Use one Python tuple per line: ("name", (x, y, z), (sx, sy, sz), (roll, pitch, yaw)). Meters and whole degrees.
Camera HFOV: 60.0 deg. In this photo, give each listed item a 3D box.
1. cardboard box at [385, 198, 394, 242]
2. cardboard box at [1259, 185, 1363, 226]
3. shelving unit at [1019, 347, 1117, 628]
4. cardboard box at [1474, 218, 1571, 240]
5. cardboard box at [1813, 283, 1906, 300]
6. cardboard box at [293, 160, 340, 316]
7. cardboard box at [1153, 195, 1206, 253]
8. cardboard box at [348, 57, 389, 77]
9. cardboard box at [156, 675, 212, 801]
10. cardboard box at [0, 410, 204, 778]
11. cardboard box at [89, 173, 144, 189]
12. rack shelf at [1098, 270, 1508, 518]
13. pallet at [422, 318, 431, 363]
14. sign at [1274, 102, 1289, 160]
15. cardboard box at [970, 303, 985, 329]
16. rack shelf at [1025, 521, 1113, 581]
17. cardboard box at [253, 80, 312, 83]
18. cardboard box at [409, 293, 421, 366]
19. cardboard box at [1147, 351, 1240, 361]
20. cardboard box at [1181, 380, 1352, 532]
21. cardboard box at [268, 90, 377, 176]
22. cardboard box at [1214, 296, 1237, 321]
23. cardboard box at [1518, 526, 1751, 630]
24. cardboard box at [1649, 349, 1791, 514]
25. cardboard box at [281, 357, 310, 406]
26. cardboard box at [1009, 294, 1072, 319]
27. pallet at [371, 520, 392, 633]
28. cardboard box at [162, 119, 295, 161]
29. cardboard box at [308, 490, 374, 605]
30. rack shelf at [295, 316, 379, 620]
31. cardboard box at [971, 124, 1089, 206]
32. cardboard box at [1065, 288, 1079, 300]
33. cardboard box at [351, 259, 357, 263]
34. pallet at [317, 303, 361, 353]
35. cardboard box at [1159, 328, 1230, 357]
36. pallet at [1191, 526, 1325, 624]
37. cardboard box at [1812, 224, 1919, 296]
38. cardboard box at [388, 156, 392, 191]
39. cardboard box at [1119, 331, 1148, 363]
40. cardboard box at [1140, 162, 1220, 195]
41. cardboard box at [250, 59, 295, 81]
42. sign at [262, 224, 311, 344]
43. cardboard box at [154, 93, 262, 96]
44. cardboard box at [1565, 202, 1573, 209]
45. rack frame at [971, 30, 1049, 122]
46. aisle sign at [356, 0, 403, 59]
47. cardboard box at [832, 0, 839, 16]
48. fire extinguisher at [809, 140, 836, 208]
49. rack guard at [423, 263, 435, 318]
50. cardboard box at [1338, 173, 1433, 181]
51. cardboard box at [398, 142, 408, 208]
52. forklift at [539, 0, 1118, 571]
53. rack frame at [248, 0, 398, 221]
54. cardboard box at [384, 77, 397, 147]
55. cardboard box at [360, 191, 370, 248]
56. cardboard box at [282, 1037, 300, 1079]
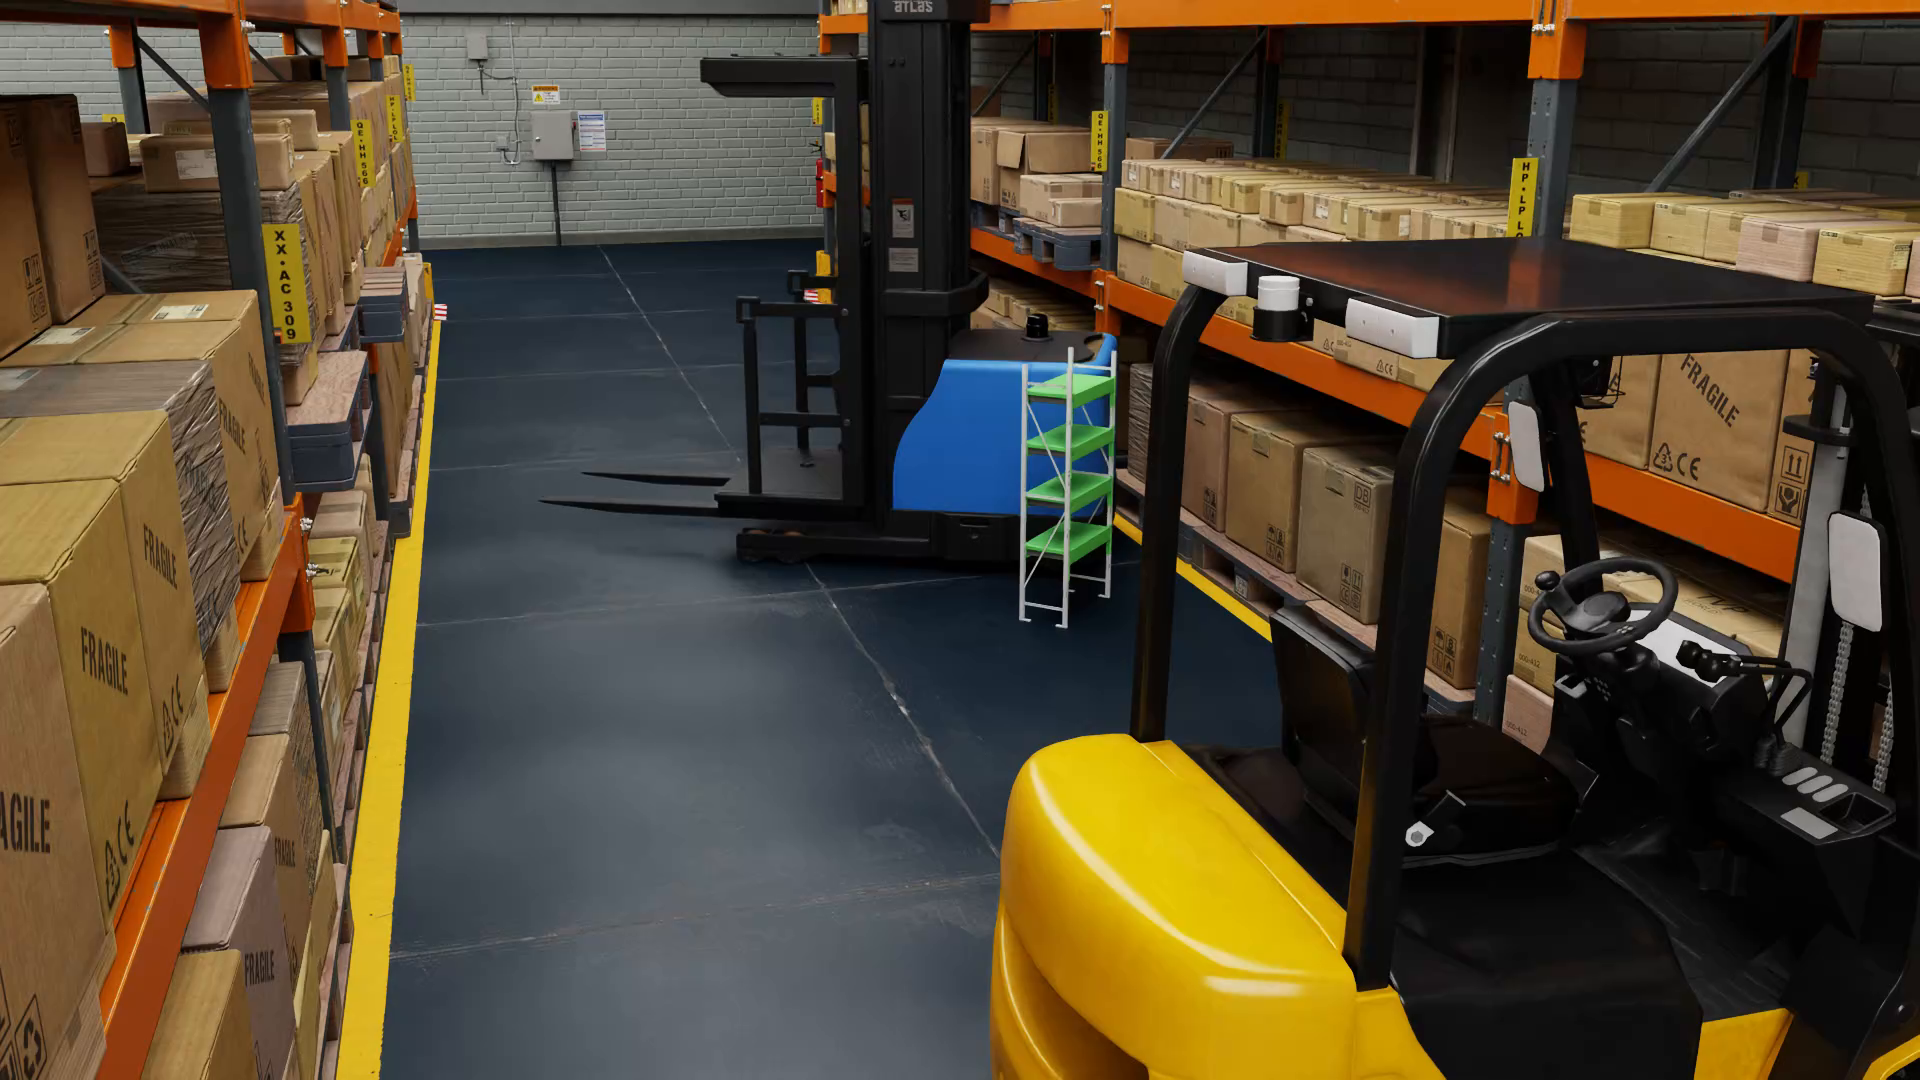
("cardboard box", (-4.069, -2.140, 11.122), (0.500, 0.250, 0.500), (-5, 17, -16))
("cardboard box", (1.562, -1.491, 7.400), (0.380, 0.149, 0.250), (-5, 17, -17))
("shelving unit", (0.501, -0.251, 7.701), (0.258, 1.200, 0.503), (9, 19, 27))
("cardboard box", (2.089, -1.073, 6.008), (0.380, 0.149, 0.250), (-4, 17, -13))
("cardboard box", (2.469, -0.599, 4.430), (0.380, 0.149, 0.250), (-5, 17, -16))
("cardboard box", (-2.489, -1.064, 5.859), (0.500, 0.500, 0.500), (-5, 17, -16))
("cardboard box", (1.321, -1.631, 8.558), (0.500, 0.250, 0.500), (-4, 17, -14))
("cardboard box", (-4.662, -3.688, 12.977), (0.380, 0.149, 0.250), (-5, 17, -17))
("cardboard box", (-1.564, 0.364, 2.964), (0.380, 0.149, 0.250), (-5, 17, -15))
("cardboard box", (-1.574, 0.095, 2.729), (0.500, 0.500, 0.500), (-5, 17, -16))
("cardboard box", (-2.860, -0.882, 5.253), (0.500, 0.500, 0.500), (-5, 17, -15))
("rack shelf", (1.847, -0.846, 7.805), (1.077, 0.370, 4.000), (-5, 17, -15))
("pallet", (-5.046, -1.676, 14.164), (1.003, 0.211, 1.213), (-5, 17, -15))
("sign", (1.830, -2.343, 9.525), (0.100, 0.325, 0.005), (-5, 17, -15))
("cardboard box", (0.270, -1.556, 12.533), (0.500, 0.500, 0.500), (-5, 17, -16))
("rack shelf", (0.500, 0.040, 7.789), (0.258, 0.148, 0.480), (9, 19, 27))
("cardboard box", (-4.969, -3.092, 12.120), (0.500, 0.500, 0.500), (-5, 17, -16))
("cardboard box", (-4.643, -1.613, 12.831), (0.875, 0.438, 0.875), (-5, 17, -16))
("cardboard box", (1.451, -0.886, 10.304), (0.500, 0.500, 0.500), (-4, 17, -13))
("cardboard box", (1.642, -0.454, 8.646), (0.875, 0.625, 0.625), (-4, 17, -13))
("cardboard box", (-3.648, -2.313, 9.528), (0.500, 0.500, 0.500), (-4, 17, -14))
("cardboard box", (1.466, -1.248, 8.155), (0.500, 0.250, 0.500), (-5, 18, -17))
("cardboard box", (2.228, 0.158, 5.523), (0.500, 0.250, 0.500), (-5, 17, -16))
("cardboard box", (2.426, -0.399, 4.892), (0.500, 0.500, 0.500), (-4, 17, -14))
("cardboard box", (-2.223, -0.502, 5.117), (0.380, 0.149, 0.250), (-4, 17, -14))
("cardboard box", (0.562, -1.616, 11.605), (0.380, 0.149, 0.250), (-5, 17, -15))
("pallet", (-3.261, 0.202, 7.914), (1.003, 0.211, 1.213), (-5, 17, -15))
("cardboard box", (-2.562, -1.396, 5.838), (0.380, 0.149, 0.250), (-4, 17, -12))
("cardboard box", (-3.118, 0.068, 7.350), (0.950, 0.372, 0.625), (-5, 17, -16))
("rack shelf", (-2.925, -0.452, 6.495), (1.077, 0.370, 4.000), (-5, 17, -15))
("cardboard box", (0.474, -2.587, 11.448), (0.700, 0.500, 0.500), (-5, 17, -16))
("cardboard box", (0.973, -1.731, 11.988), (0.380, 0.149, 0.250), (-4, 17, -14))
("cardboard box", (-2.841, -1.154, 7.287), (0.380, 0.149, 0.250), (-6, 18, -18))
("pallet", (-2.891, -0.714, 6.448), (1.003, 0.211, 1.213), (-5, 17, -15))
("cardboard box", (1.453, -1.227, 10.311), (0.380, 0.149, 0.250), (-4, 17, -12))
("pallet", (1.817, 0.159, 8.054), (1.003, 0.211, 1.213), (-5, 17, -15))
("cardboard box", (2.505, -0.743, 4.392), (0.380, 0.149, 0.250), (-5, 17, -16))
("cardboard box", (-4.219, -2.522, 11.524), (0.500, 0.250, 0.500), (-5, 17, -15))
("cardboard box", (0.918, -1.175, 10.137), (0.380, 0.149, 0.250), (-6, 18, -18))
("cardboard box", (1.176, -1.917, 8.819), (0.380, 0.149, 0.250), (-4, 17, -14))
("cardboard box", (-4.964, -3.354, 11.865), (0.380, 0.149, 0.250), (-5, 17, -16))
("sign", (-1.856, -0.703, 4.575), (0.100, 0.325, 0.005), (-5, 17, -15))
("cardboard box", (-4.017, -2.141, 8.952), (0.500, 0.500, 0.500), (-4, 17, -14))
("cardboard box", (2.415, -1.258, 6.623), (0.380, 0.149, 0.250), (-5, 17, -15))
("rack frame", (0.198, -2.850, 13.226), (1.000, 3.000, 0.127), (-5, 17, -15))
("aisle sign", (-5.395, -4.853, 15.374), (0.394, 0.787, 0.004), (-5, 17, -15))
("cardboard box", (-1.038, -5.166, 16.160), (0.380, 0.149, 0.250), (-4, 17, -14))
("fire extinguisher", (-1.386, -3.745, 16.988), (0.296, 0.674, 0.183), (-5, 17, -15))
("rack guard", (-5.680, -2.373, 15.982), (1.175, 0.500, 0.348), (-5, 17, -15))
("cardboard box", (2.053, -1.685, 8.046), (0.380, 0.149, 0.250), (-5, 17, -16))
("cardboard box", (-4.716, -2.933, 13.327), (0.500, 0.500, 0.500), (-5, 17, -15))
("forklift", (-0.706, -1.428, 8.611), (3.031, 2.935, 1.130), (3, 17, 9))
("rack frame", (-4.574, -2.457, 11.916), (1.000, 3.000, 0.127), (-5, 17, -15))
("cardboard box", (-4.605, -3.274, 12.727), (0.500, 0.500, 0.500), (-5, 17, -16))
("cardboard box", (-3.376, -1.678, 8.714), (0.500, 0.250, 0.500), (-5, 17, -16))
("cardboard box", (-1.663, 1.302, 3.454), (0.500, 0.250, 0.500), (-4, 17, -14))
